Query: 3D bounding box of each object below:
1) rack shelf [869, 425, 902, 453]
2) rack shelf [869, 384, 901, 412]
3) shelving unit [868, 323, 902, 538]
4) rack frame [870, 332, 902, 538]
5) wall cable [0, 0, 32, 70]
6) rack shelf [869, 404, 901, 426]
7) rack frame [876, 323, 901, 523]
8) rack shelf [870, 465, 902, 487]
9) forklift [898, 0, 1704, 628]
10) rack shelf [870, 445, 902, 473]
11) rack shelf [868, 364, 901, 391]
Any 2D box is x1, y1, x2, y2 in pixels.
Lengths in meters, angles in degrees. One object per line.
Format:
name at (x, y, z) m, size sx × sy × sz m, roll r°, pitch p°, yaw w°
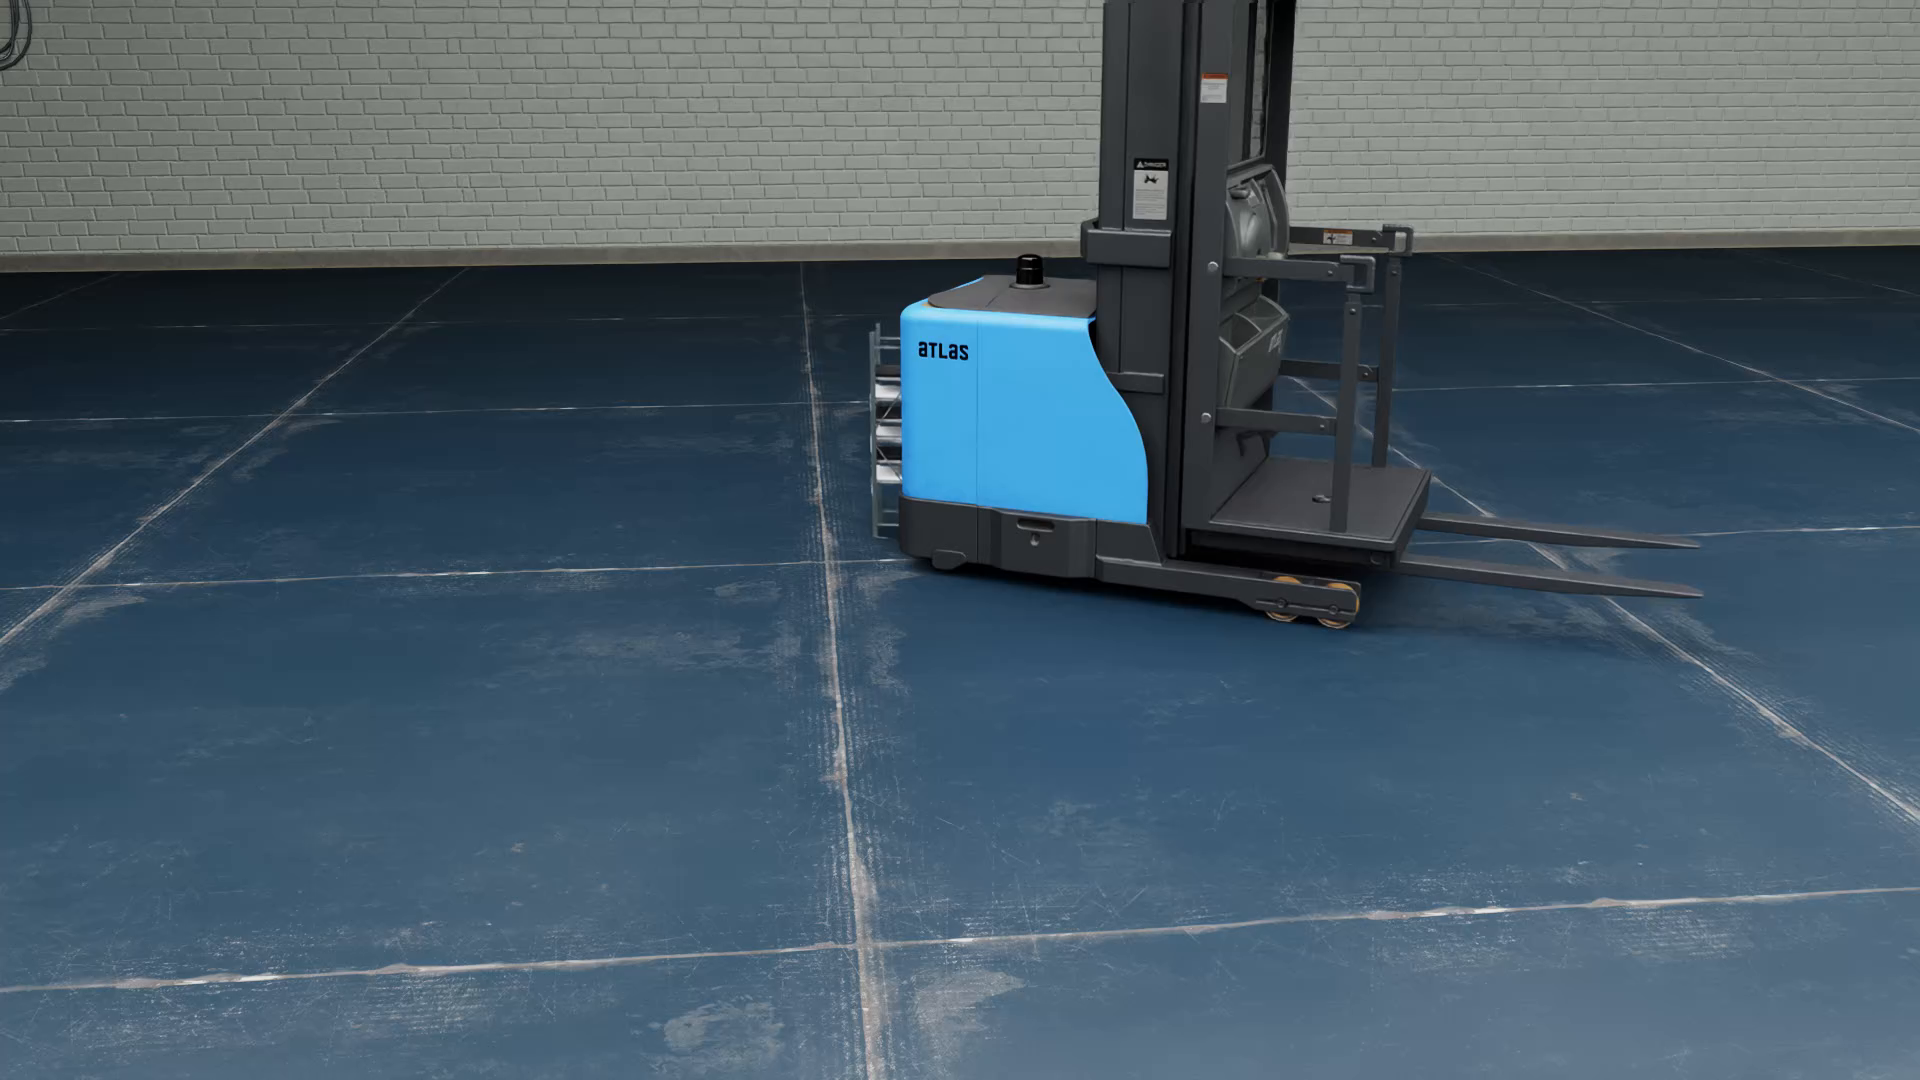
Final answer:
rack shelf at (-0.249, -0.435, 7.171) m, size 0.258 × 0.077 × 0.200 m, roll 1°, pitch 17°, yaw 4°
rack shelf at (-0.249, -0.606, 7.117) m, size 0.258 × 0.077 × 0.200 m, roll 1°, pitch 17°, yaw 4°
shelving unit at (-0.249, -0.467, 7.161) m, size 0.258 × 0.900 × 0.210 m, roll 1°, pitch 17°, yaw 4°
rack frame at (-0.257, -0.436, 7.064) m, size 0.240 × 0.900 × 0.006 m, roll 1°, pitch 17°, yaw 4°
wall cable at (-9.425, -5.139, 13.706) m, size 3.097 × 2.526 × 0.112 m, roll -2°, pitch 18°, yaw -6°
rack shelf at (-0.249, -0.521, 7.144) m, size 0.258 × 0.077 × 0.200 m, roll 1°, pitch 17°, yaw 4°
rack frame at (-0.242, -0.497, 7.258) m, size 0.240 × 0.900 × 0.006 m, roll 1°, pitch 17°, yaw 4°
rack shelf at (-0.249, -0.263, 7.225) m, size 0.258 × 0.077 × 0.200 m, roll 1°, pitch 17°, yaw 4°
forklift at (1.319, -1.252, 6.273) m, size 3.031 × 2.935 × 1.130 m, roll 7°, pitch 19°, yaw 21°
rack shelf at (-0.249, -0.349, 7.198) m, size 0.258 × 0.077 × 0.200 m, roll 1°, pitch 17°, yaw 4°
rack shelf at (-0.249, -0.692, 7.090) m, size 0.258 × 0.077 × 0.200 m, roll 1°, pitch 17°, yaw 4°
